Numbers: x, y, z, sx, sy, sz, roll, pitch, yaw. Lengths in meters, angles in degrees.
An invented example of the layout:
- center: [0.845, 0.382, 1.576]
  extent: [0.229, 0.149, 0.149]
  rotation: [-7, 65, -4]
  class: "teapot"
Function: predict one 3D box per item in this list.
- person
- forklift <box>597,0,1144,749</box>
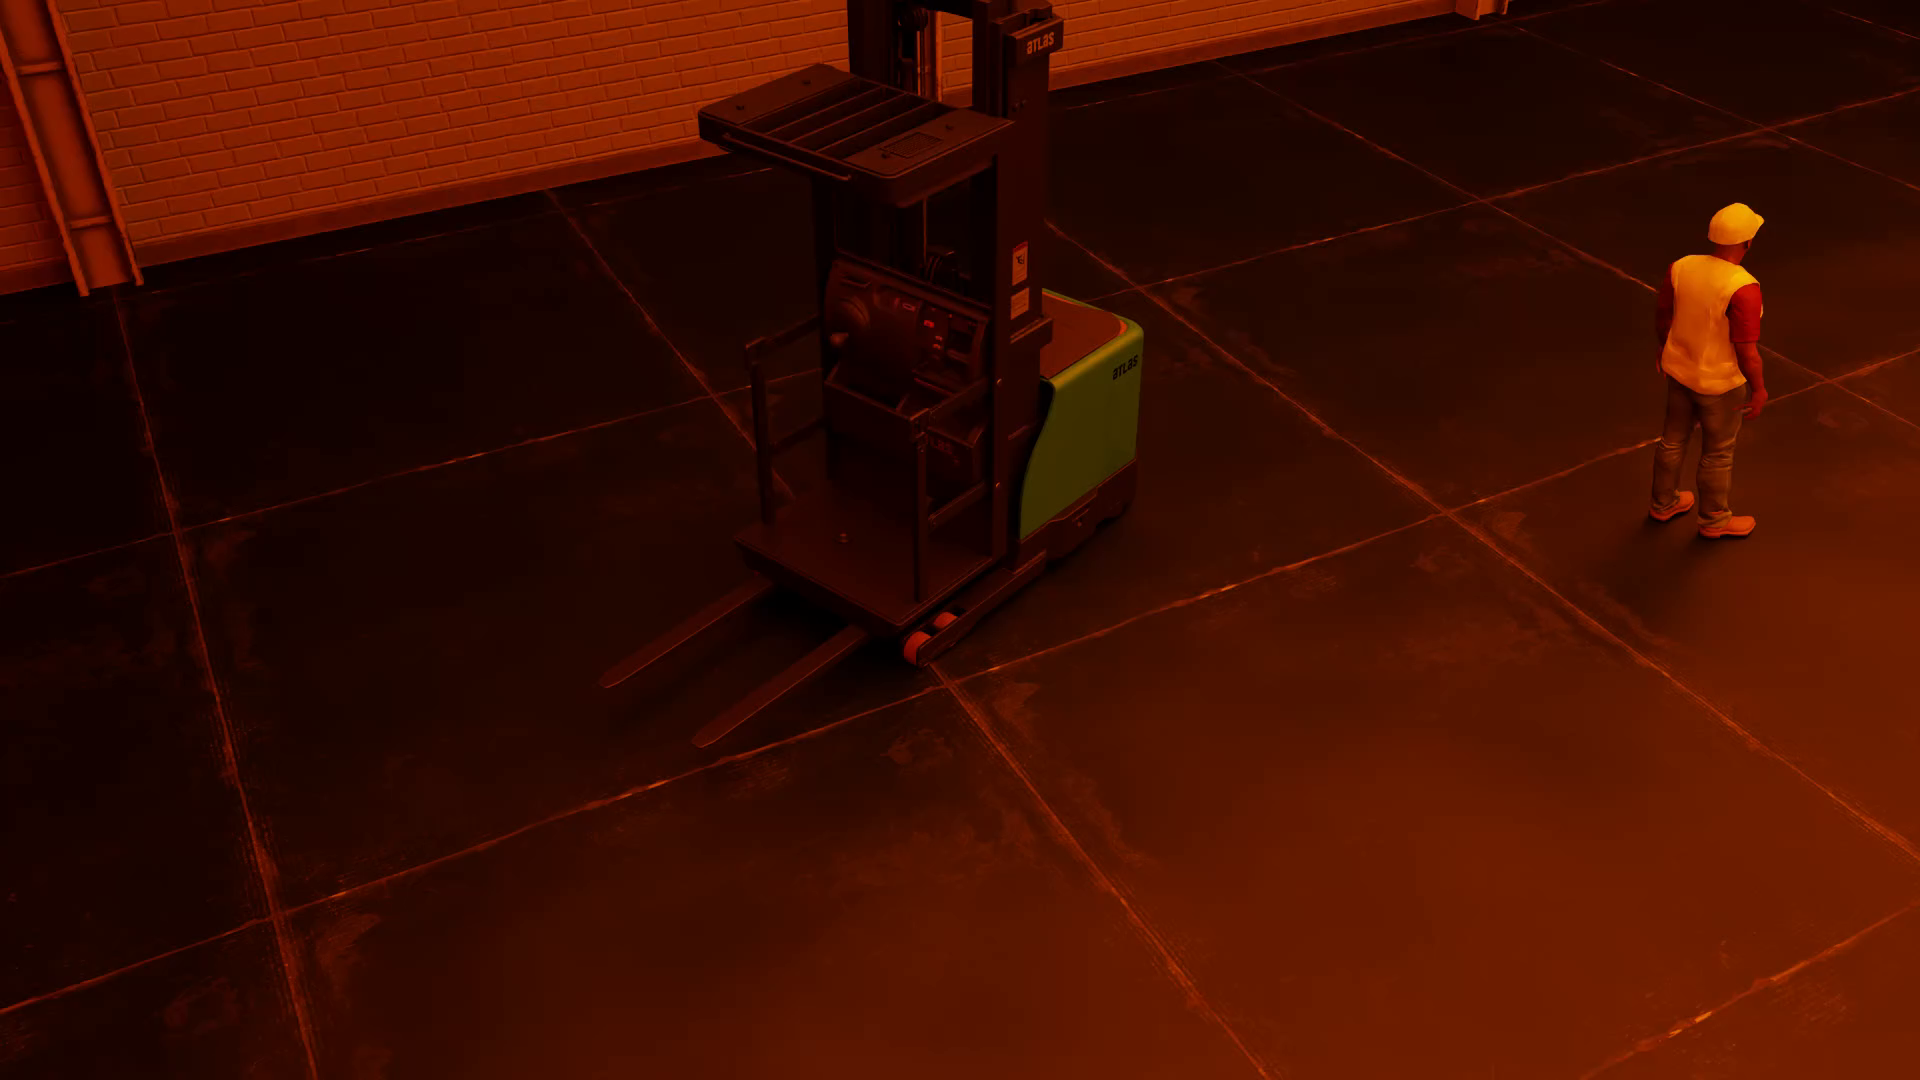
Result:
- center: [3.792, -0.858, 8.334]
  extent: [0.576, 1.767, 0.665]
  rotation: [-15, 38, -20]
  class: "person"
- center: [-0.390, -0.927, 7.434]
  extent: [1.130, 2.935, 3.031]
  rotation: [26, 43, 31]
  class: "forklift"
